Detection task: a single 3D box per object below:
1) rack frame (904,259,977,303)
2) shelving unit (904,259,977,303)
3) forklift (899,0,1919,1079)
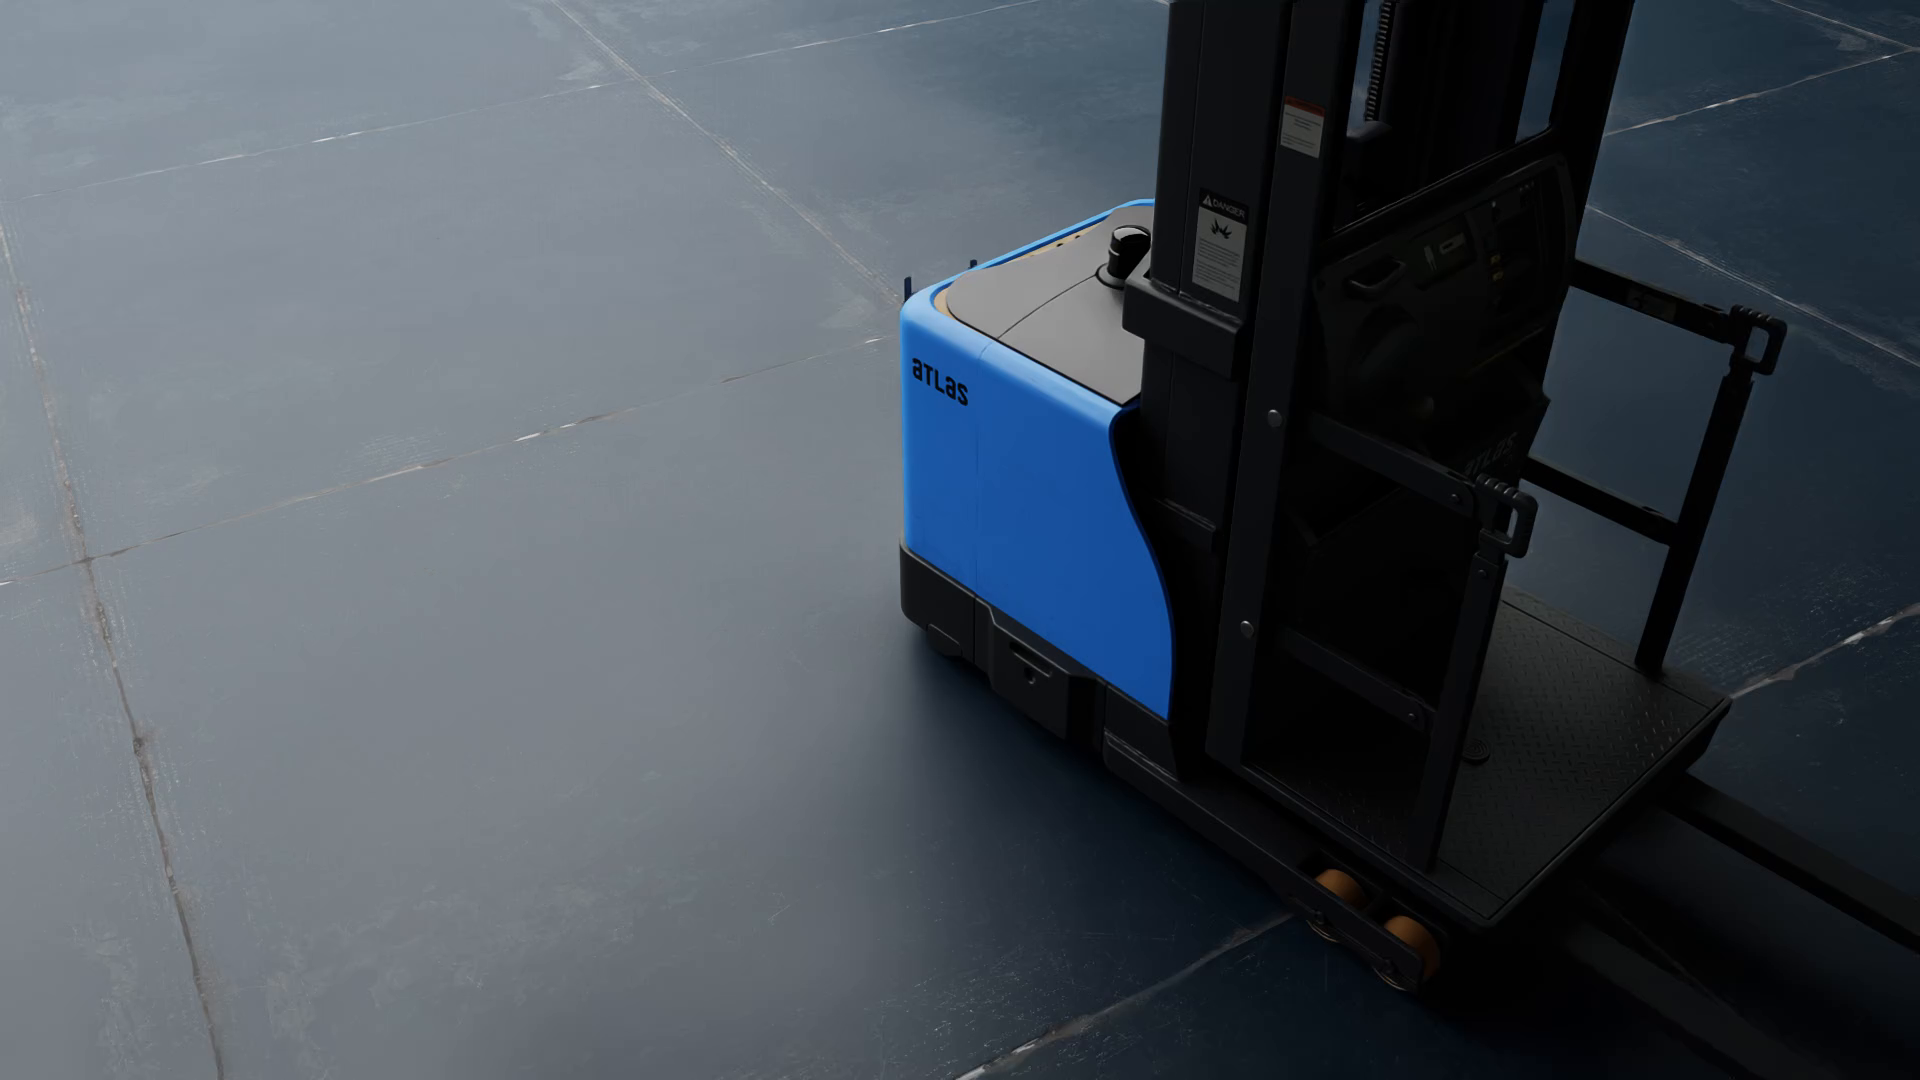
[{"bbox_3d":[-0.055,-0.419,5.061,0.240,0.900,0.006,-19,40,-24],"label":"rack frame"},{"bbox_3d":[-0.004,-0.368,4.990,0.258,0.900,0.210,-19,40,-24],"label":"shelving unit"},{"bbox_3d":[1.195,-0.493,3.440,1.130,2.935,3.031,-29,45,-33],"label":"forklift"}]
